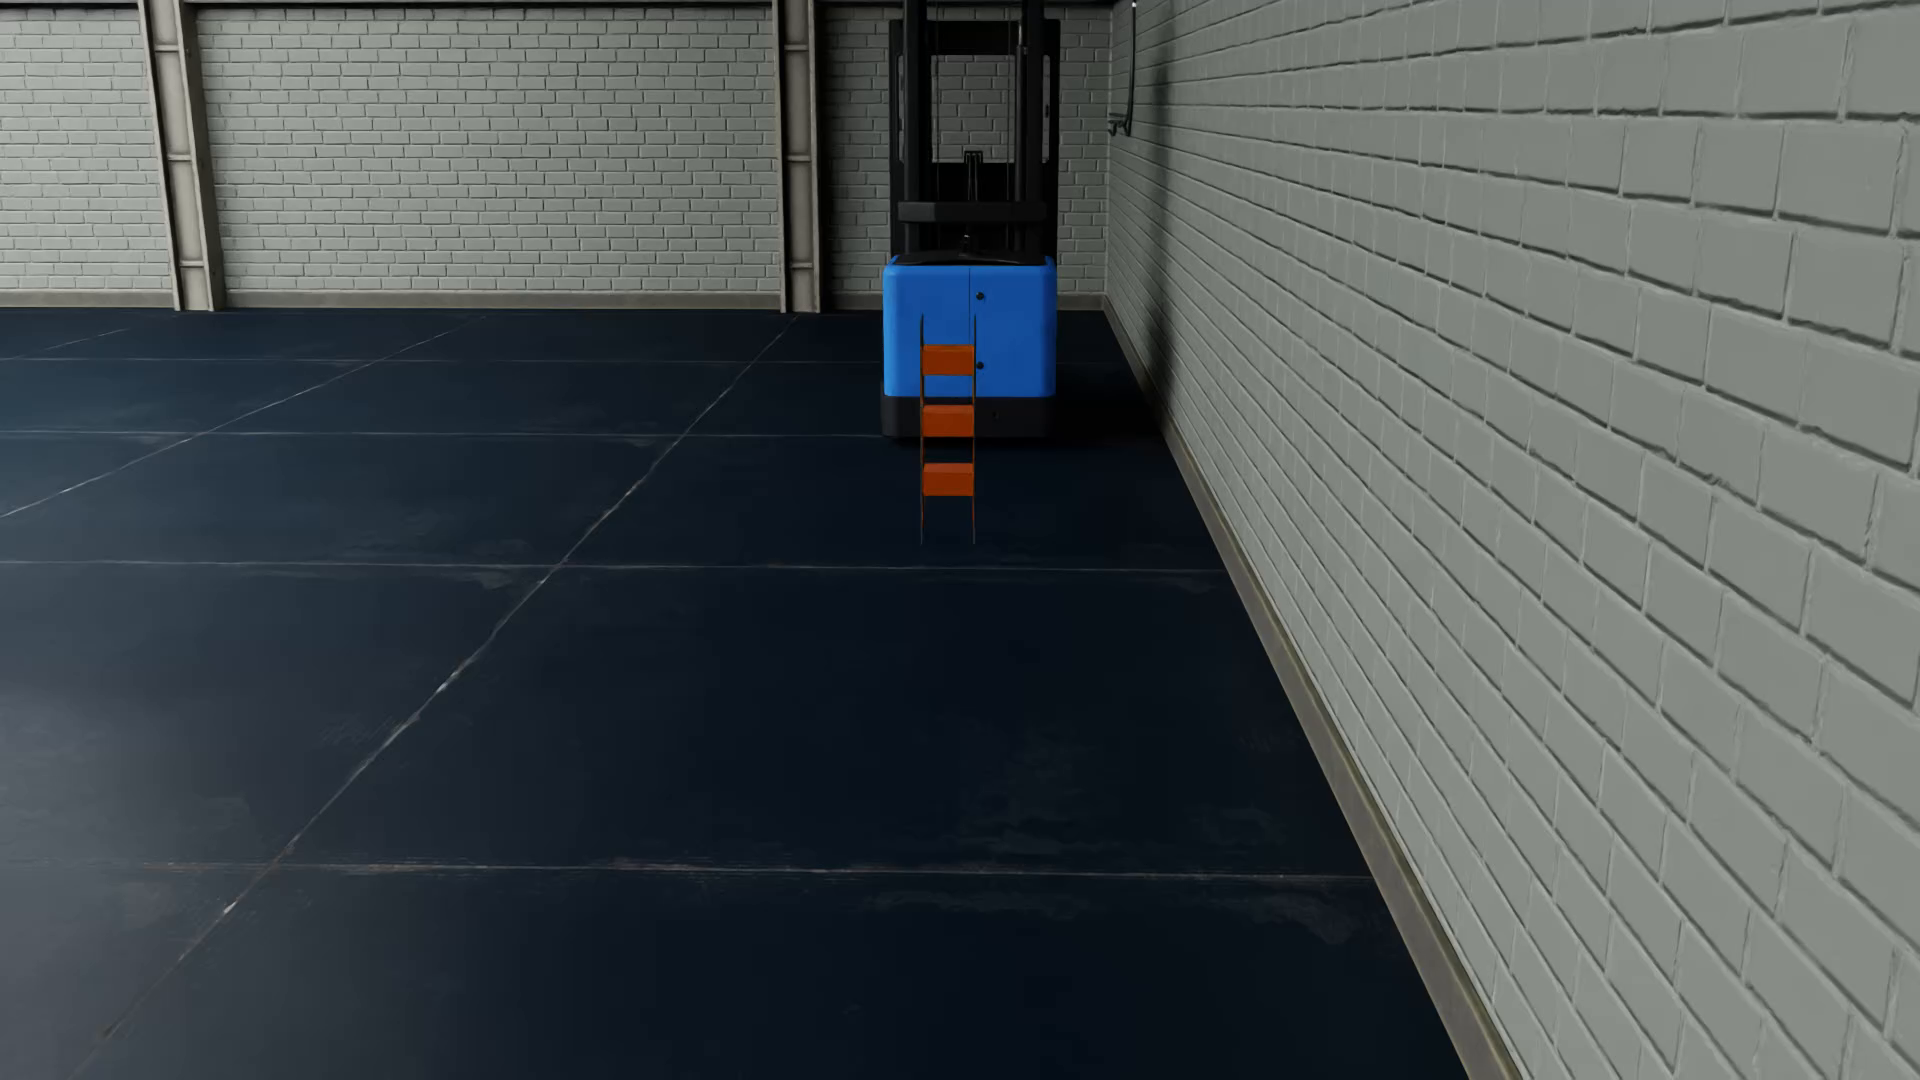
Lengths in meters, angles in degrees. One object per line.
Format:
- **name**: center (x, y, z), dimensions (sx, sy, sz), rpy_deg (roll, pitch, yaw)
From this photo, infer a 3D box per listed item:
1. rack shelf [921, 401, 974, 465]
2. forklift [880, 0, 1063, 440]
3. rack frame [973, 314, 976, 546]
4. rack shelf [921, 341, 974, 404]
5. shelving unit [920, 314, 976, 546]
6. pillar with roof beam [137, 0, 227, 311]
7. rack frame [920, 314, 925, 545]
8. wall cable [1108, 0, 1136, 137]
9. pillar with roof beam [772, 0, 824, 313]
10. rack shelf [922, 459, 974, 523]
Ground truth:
- **rack shelf**: center (-0.053, -0.498, 7.710), dimensions (0.240, 0.259, 0.215), rpy_deg (0, 15, 1)
- **forklift**: center (0.097, -2.343, 10.975), dimensions (1.130, 2.935, 3.031), rpy_deg (0, 15, 1)
- **rack frame**: center (0.068, -0.507, 7.704), dimensions (0.008, 1.050, 0.200), rpy_deg (0, 15, 1)
- **rack shelf**: center (-0.053, -0.772, 7.638), dimensions (0.240, 0.259, 0.215), rpy_deg (0, 15, 1)
- **shelving unit**: center (-0.053, -0.508, 7.707), dimensions (0.252, 1.050, 0.215), rpy_deg (0, 15, 1)
- **pillar with roof beam**: center (-7.662, -5.553, 11.249), dimensions (0.400, 9.000, 9.100), rpy_deg (0, 15, 1)
- **rack frame**: center (-0.175, -0.509, 7.710), dimensions (0.008, 1.050, 0.200), rpy_deg (0, 15, 1)
- **wall cable**: center (1.357, -4.754, 14.307), dimensions (0.112, 2.526, 3.097), rpy_deg (0, 15, 1)
- **pillar with roof beam**: center (-1.664, -5.514, 11.101), dimensions (0.400, 9.000, 9.100), rpy_deg (0, 15, 1)
- **rack shelf**: center (-0.053, -0.229, 7.781), dimensions (0.240, 0.259, 0.215), rpy_deg (0, 15, 1)
